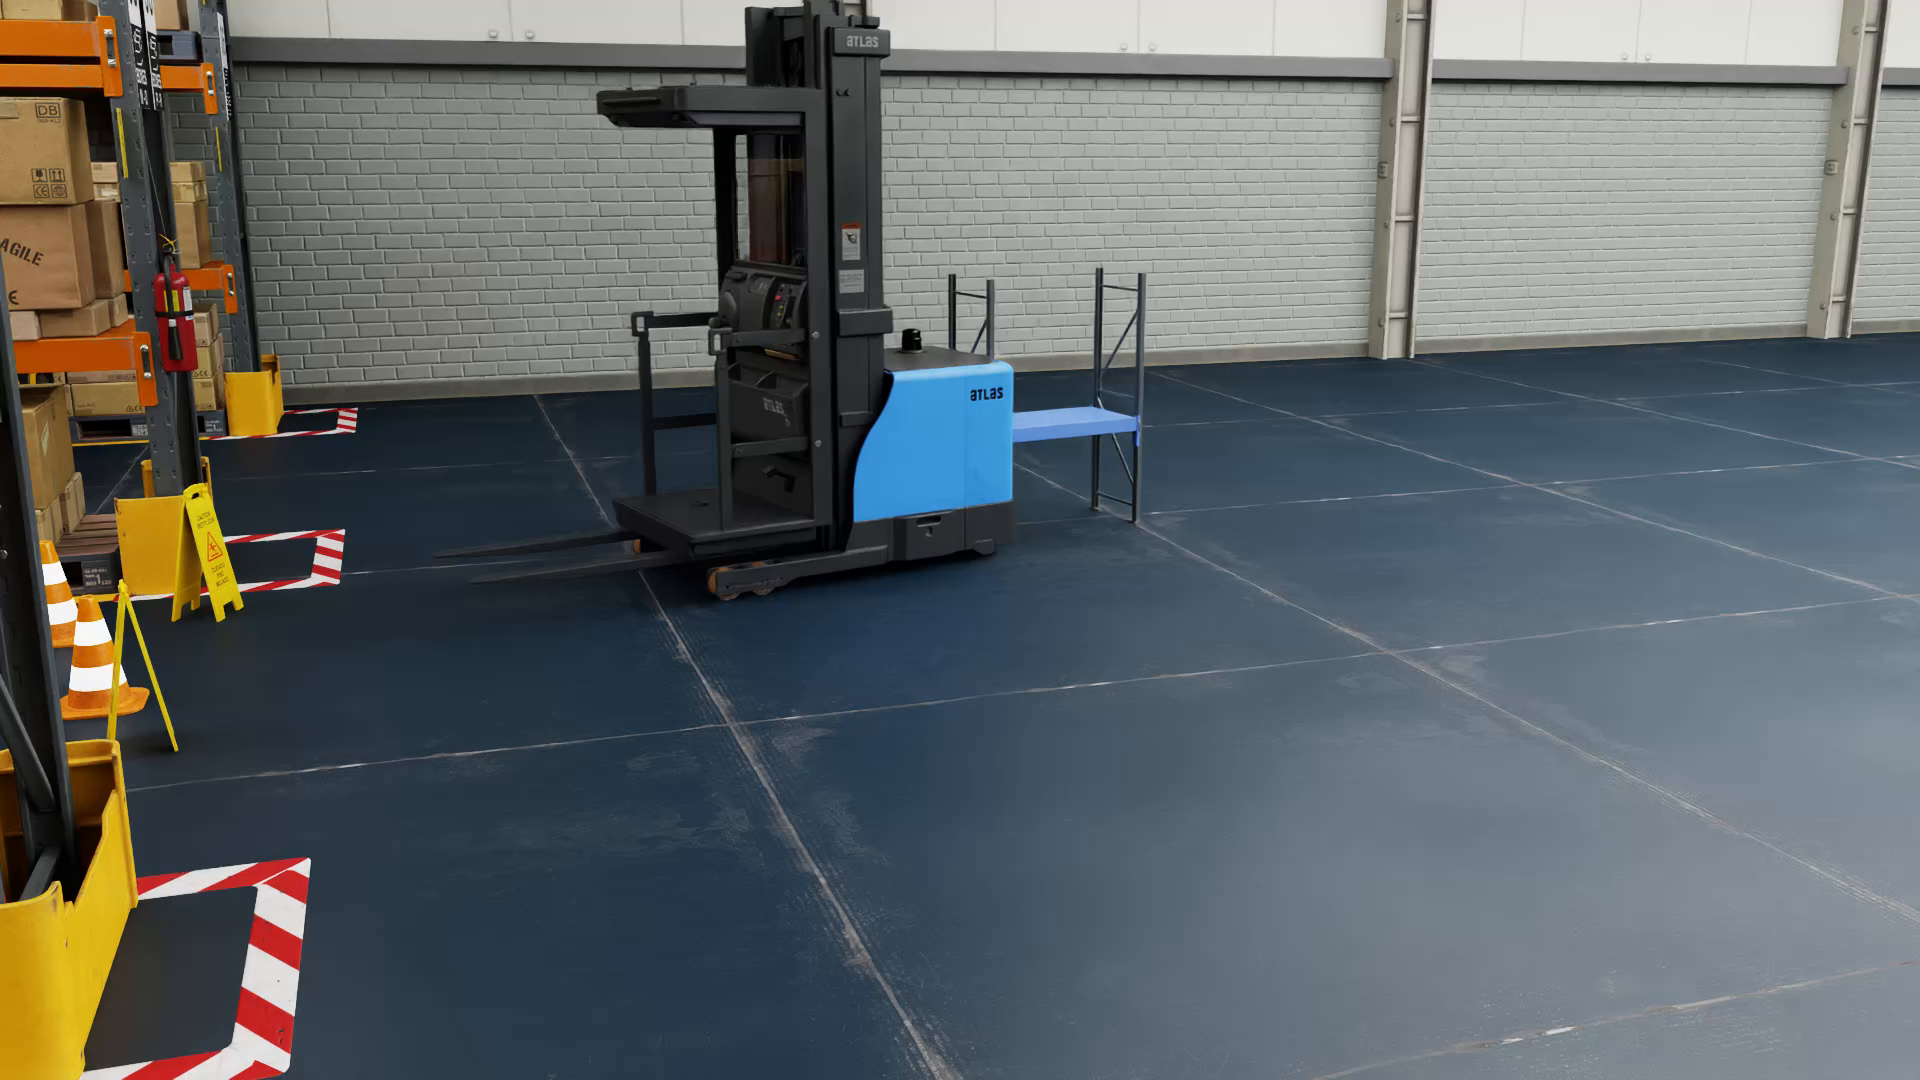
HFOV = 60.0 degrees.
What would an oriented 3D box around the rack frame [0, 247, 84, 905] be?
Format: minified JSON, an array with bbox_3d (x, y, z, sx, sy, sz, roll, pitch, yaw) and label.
[{"bbox_3d":[-2.516,-0.238,4.163,0.127,3.000,1.000,-4,14,-18],"label":"rack frame"}]

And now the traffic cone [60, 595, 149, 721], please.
[{"bbox_3d":[-3.510,0.451,6.748,0.334,0.463,0.336,-4,14,-18],"label":"traffic cone"}]

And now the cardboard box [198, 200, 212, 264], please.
[{"bbox_3d":[-6.335,-2.478,13.362,0.500,0.500,0.500,-4,14,-16],"label":"cardboard box"}]

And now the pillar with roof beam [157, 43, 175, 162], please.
[{"bbox_3d":[-5.352,-4.526,9.223,0.400,9.000,9.100,-4,14,-18],"label":"pillar with roof beam"}]

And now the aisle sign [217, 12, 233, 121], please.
[{"bbox_3d":[-5.621,-3.610,12.720,0.004,0.787,0.394,-4,14,-18],"label":"aisle sign"}]

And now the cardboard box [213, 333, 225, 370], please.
[{"bbox_3d":[-6.289,-1.526,13.529,0.500,0.250,0.500,-4,14,-17],"label":"cardboard box"}]

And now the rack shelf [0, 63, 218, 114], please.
[{"bbox_3d":[-7.673,-3.367,12.387,4.000,0.370,1.077,-4,14,-18],"label":"rack shelf"}]

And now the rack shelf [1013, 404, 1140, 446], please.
[{"bbox_3d":[0.510,-0.650,9.911,1.000,0.185,0.538,-7,15,-28],"label":"rack shelf"}]

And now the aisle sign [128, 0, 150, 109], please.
[{"bbox_3d":[-4.039,-2.522,8.147,0.004,0.787,0.394,-4,14,-18],"label":"aisle sign"}]

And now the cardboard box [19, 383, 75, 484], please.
[{"bbox_3d":[-5.066,-0.547,8.875,0.500,0.500,0.500,-5,14,-20],"label":"cardboard box"}]

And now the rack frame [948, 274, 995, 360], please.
[{"bbox_3d":[0.063,-0.769,9.634,0.032,1.500,0.500,-7,15,-28],"label":"rack frame"}]

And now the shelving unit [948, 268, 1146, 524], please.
[{"bbox_3d":[0.510,-0.825,9.869,1.048,1.500,0.538,-7,15,-28],"label":"shelving unit"}]

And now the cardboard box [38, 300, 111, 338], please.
[{"bbox_3d":[-4.477,-1.120,8.412,0.250,0.149,0.380,-4,14,-16],"label":"cardboard box"}]

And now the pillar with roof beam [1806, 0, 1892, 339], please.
[{"bbox_3d":[11.708,-5.854,14.808,0.400,9.000,9.100,-4,14,-18],"label":"pillar with roof beam"}]

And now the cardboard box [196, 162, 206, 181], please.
[{"bbox_3d":[-6.164,-2.936,13.243,0.250,0.149,0.380,-5,14,-19],"label":"cardboard box"}]

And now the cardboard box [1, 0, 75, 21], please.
[{"bbox_3d":[-4.440,-2.566,8.009,0.250,0.149,0.380,-4,14,-18],"label":"cardboard box"}]

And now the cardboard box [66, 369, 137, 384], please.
[{"bbox_3d":[-6.618,-1.376,12.898,0.500,0.250,0.500,-5,14,-19],"label":"cardboard box"}]

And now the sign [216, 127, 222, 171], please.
[{"bbox_3d":[-5.617,-2.963,12.605,0.005,0.325,0.100,-4,14,-18],"label":"sign"}]

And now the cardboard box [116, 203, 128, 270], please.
[{"bbox_3d":[-6.655,-2.323,12.713,0.500,0.500,0.500,-4,14,-16],"label":"cardboard box"}]

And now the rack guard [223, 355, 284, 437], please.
[{"bbox_3d":[-5.755,-1.191,13.568,0.348,0.500,1.175,-4,14,-18],"label":"rack guard"}]

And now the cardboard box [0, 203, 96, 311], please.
[{"bbox_3d":[-4.617,-1.409,8.227,0.500,0.500,0.500,-5,14,-19],"label":"cardboard box"}]

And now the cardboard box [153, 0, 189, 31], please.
[{"bbox_3d":[-6.119,-4.080,12.491,0.500,0.500,0.500,-4,14,-16],"label":"cardboard box"}]

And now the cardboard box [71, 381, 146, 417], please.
[{"bbox_3d":[-6.596,-1.133,12.958,0.500,0.250,0.500,-4,14,-18],"label":"cardboard box"}]

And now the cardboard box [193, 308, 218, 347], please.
[{"bbox_3d":[-6.114,-1.656,12.995,0.500,0.250,0.500,-4,14,-16],"label":"cardboard box"}]

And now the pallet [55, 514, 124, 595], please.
[{"bbox_3d":[-5.044,0.098,8.775,1.213,0.211,1.003,-4,14,-18],"label":"pallet"}]

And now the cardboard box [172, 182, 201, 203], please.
[{"bbox_3d":[-6.016,-2.682,12.819,0.250,0.149,0.380,-4,14,-17],"label":"cardboard box"}]

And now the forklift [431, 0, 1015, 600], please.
[{"bbox_3d":[-1.211,-1.261,8.608,3.031,2.935,1.130,-8,16,-32],"label":"forklift"}]

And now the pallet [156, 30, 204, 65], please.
[{"bbox_3d":[-6.456,-3.775,12.739,1.213,0.211,1.003,-4,14,-18],"label":"pallet"}]

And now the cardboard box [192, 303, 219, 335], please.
[{"bbox_3d":[-6.293,-1.764,13.451,0.500,0.250,0.500,-5,14,-19],"label":"cardboard box"}]

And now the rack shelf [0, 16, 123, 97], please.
[{"bbox_3d":[-6.086,-2.278,7.811,4.000,0.370,1.077,-4,14,-18],"label":"rack shelf"}]

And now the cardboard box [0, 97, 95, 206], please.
[{"bbox_3d":[-4.605,-1.911,8.174,0.500,0.500,0.700,-5,14,-19],"label":"cardboard box"}]

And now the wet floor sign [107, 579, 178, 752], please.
[{"bbox_3d":[-3.120,0.471,6.270,0.232,0.644,0.267,-7,15,-28],"label":"wet floor sign"}]

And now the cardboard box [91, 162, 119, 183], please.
[{"bbox_3d":[-6.513,-2.791,12.634,0.250,0.149,0.380,-4,14,-17],"label":"cardboard box"}]

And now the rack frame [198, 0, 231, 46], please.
[{"bbox_3d":[-5.777,-5.324,12.577,0.127,3.000,1.000,-4,14,-18],"label":"rack frame"}]

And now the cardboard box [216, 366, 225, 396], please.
[{"bbox_3d":[-6.305,-1.278,13.569,0.500,0.250,0.500,-4,14,-18],"label":"cardboard box"}]

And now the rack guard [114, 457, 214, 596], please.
[{"bbox_3d":[-4.263,-0.095,8.961,0.348,0.500,1.175,-4,14,-18],"label":"rack guard"}]

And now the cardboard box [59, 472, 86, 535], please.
[{"bbox_3d":[-5.043,-0.184,8.970,0.500,0.250,0.500,-5,14,-19],"label":"cardboard box"}]
